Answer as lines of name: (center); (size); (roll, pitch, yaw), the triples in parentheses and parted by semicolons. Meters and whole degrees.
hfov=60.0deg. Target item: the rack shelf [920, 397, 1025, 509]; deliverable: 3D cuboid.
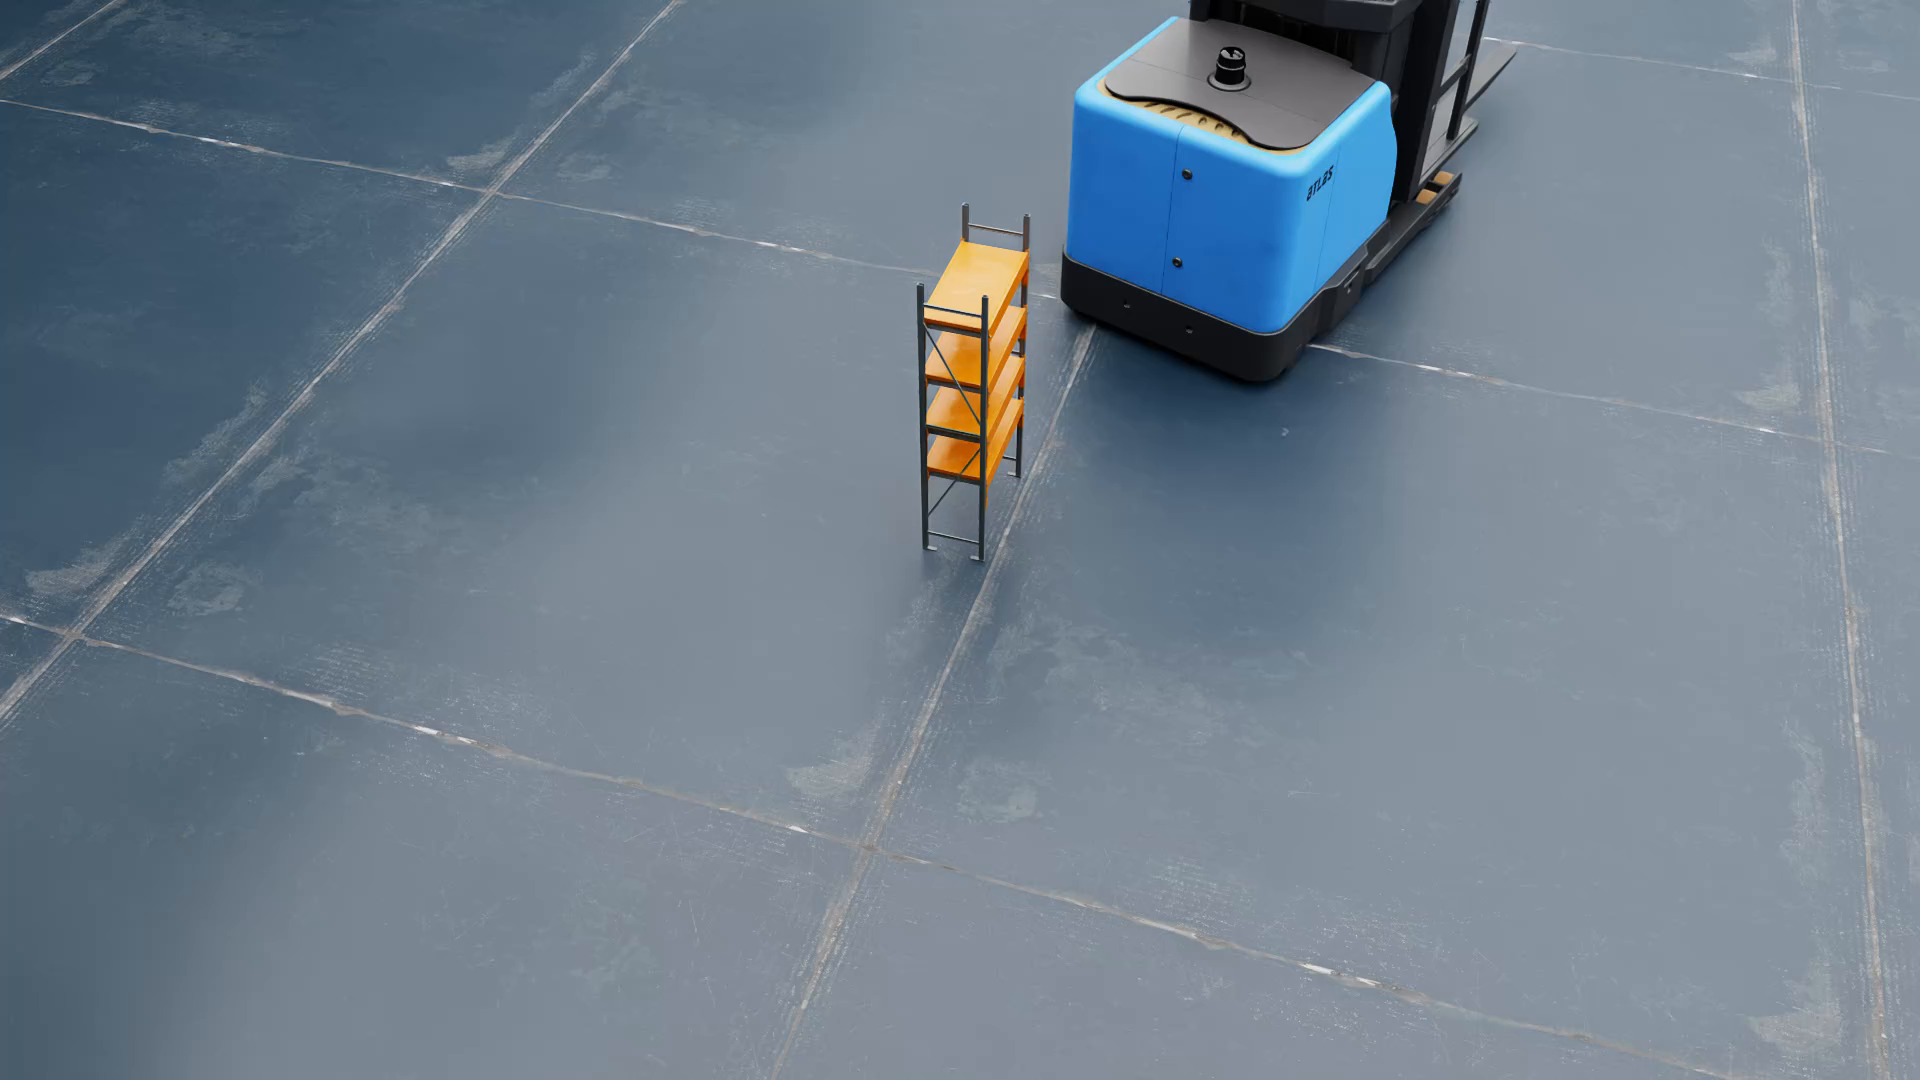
rack shelf: (0.050, -0.349, 6.129); (0.258, 0.148, 0.480); (13, 46, 13)

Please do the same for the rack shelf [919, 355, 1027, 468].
rack shelf: (0.050, -0.491, 5.990); (0.258, 0.148, 0.480); (13, 46, 13)

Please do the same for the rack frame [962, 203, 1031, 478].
rack frame: (0.124, -0.702, 6.109); (0.240, 1.200, 0.015); (13, 46, 13)

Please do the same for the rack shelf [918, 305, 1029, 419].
rack shelf: (0.050, -0.651, 5.834); (0.258, 0.148, 0.480); (13, 46, 13)

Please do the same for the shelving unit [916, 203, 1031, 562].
shelving unit: (0.050, -0.539, 5.943); (0.258, 1.200, 0.503); (13, 46, 13)

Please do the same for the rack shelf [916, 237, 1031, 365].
rack shelf: (0.050, -0.820, 5.668); (0.258, 0.148, 0.480); (13, 46, 13)

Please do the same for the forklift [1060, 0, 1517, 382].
forklift: (1.701, -2.688, 6.901); (1.130, 2.935, 3.031); (27, 50, 25)

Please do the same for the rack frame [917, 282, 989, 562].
rack frame: (-0.024, -0.377, 5.777); (0.240, 1.200, 0.015); (13, 46, 13)
